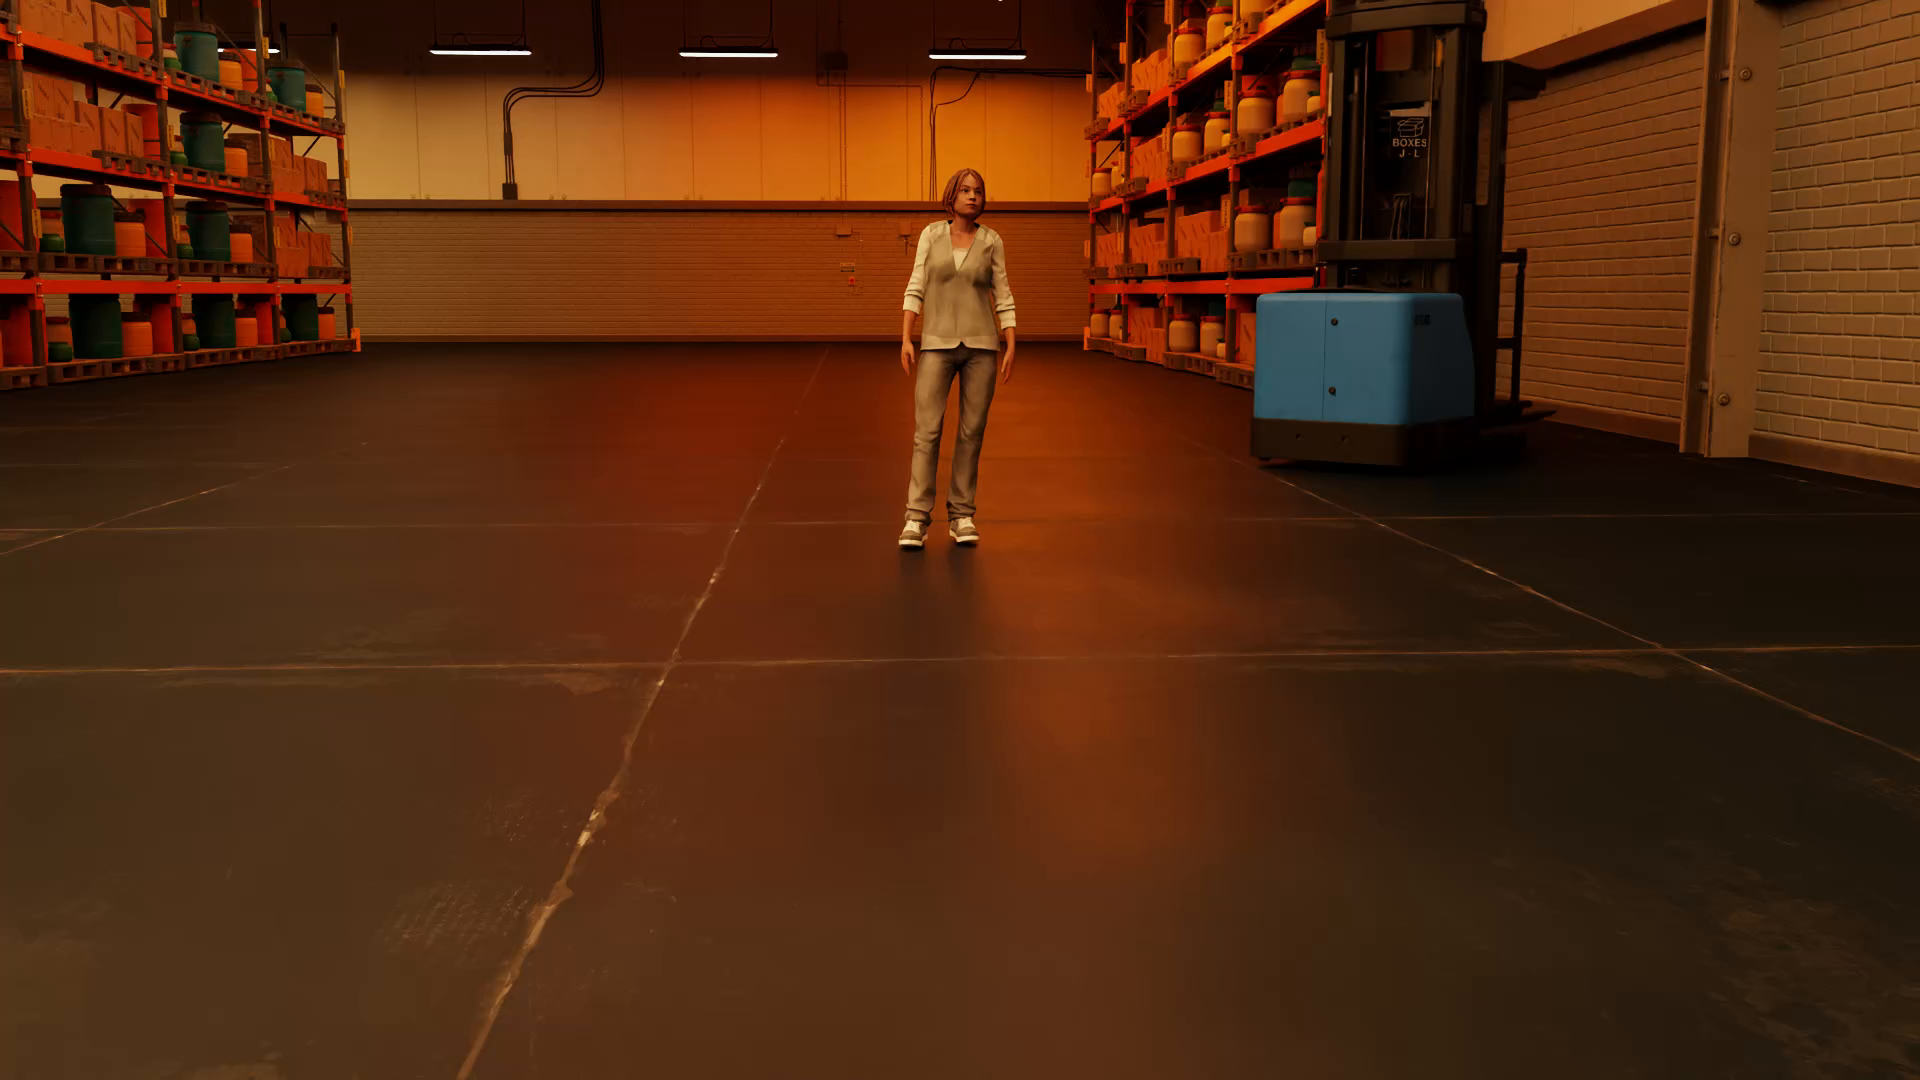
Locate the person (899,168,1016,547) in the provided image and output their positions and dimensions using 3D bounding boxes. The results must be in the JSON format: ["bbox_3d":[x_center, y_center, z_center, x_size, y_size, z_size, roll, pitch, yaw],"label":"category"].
[{"bbox_3d":[-0.010,-0.786,7.118,0.520,1.597,0.475,-1,8,-4],"label":"person"}]

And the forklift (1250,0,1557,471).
[{"bbox_3d":[3.126,-2.025,10.966,1.130,2.935,3.031,7,11,39],"label":"forklift"}]
